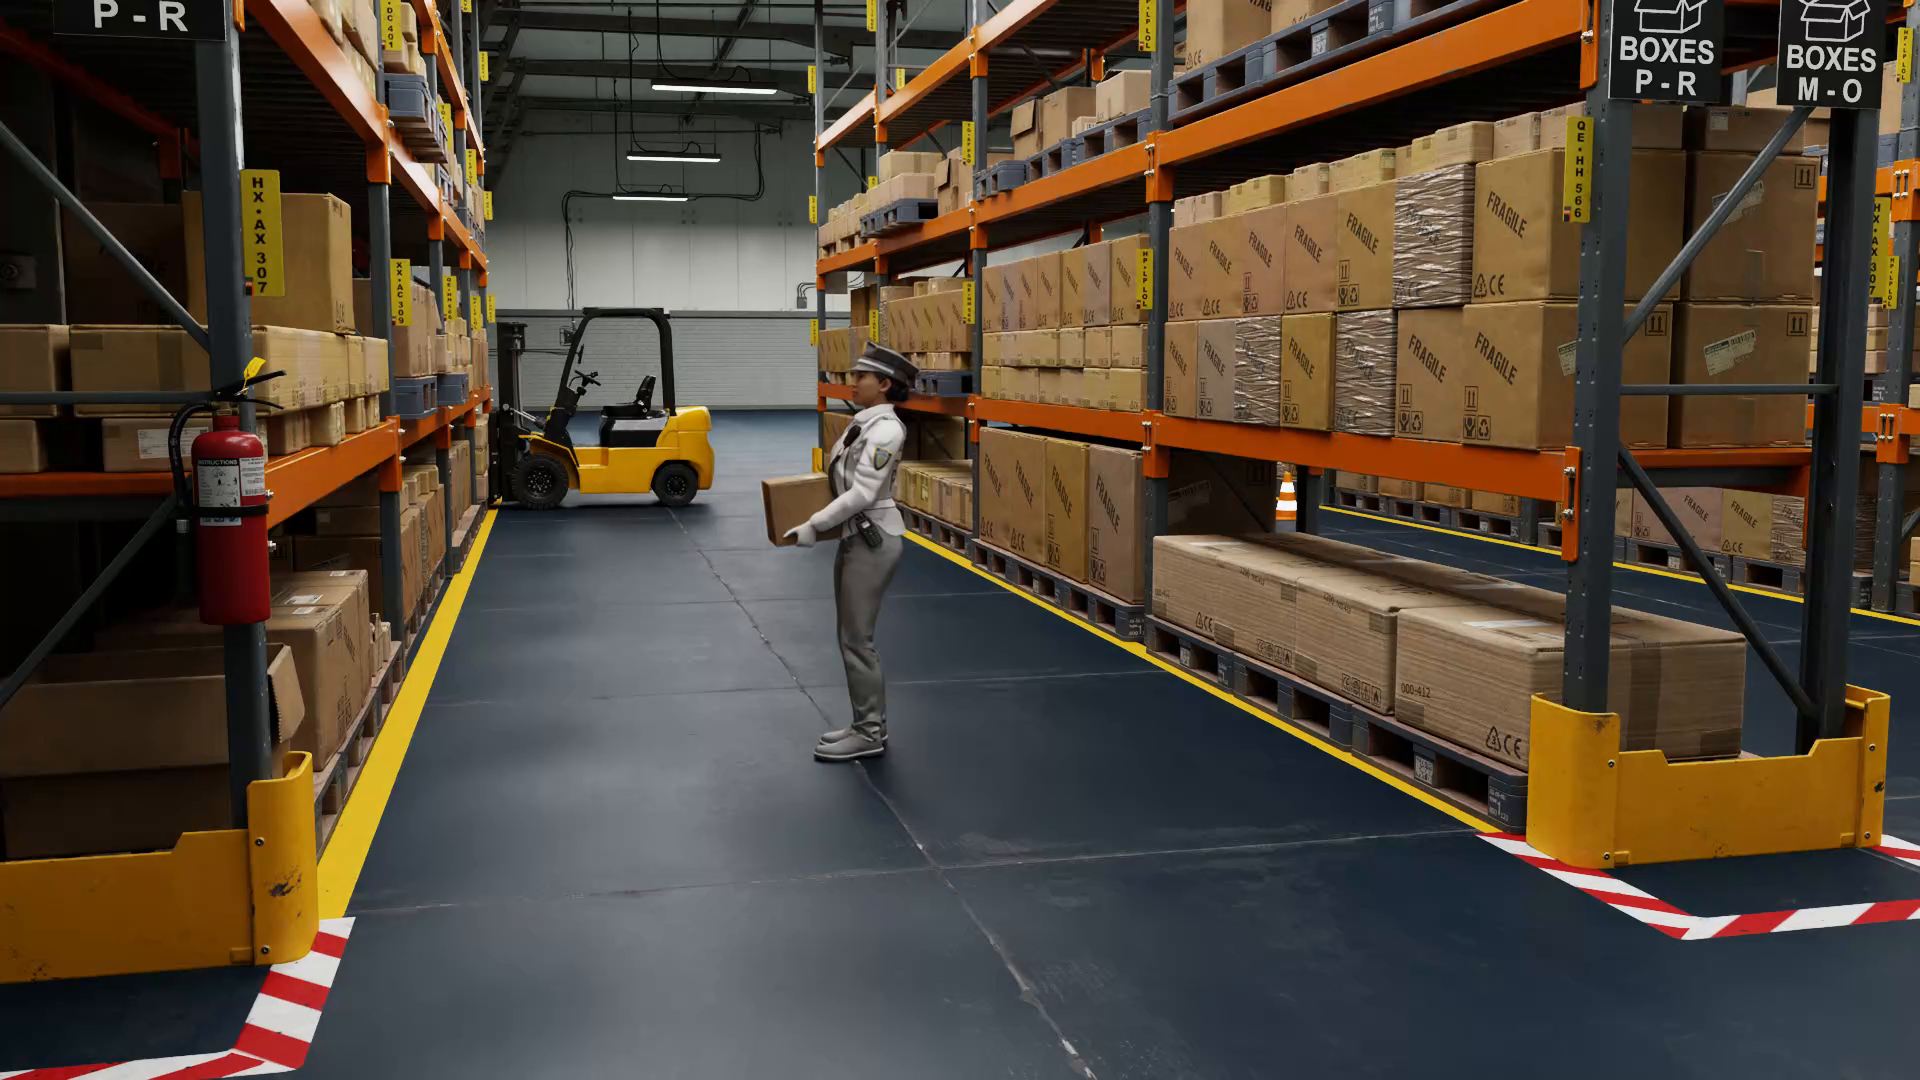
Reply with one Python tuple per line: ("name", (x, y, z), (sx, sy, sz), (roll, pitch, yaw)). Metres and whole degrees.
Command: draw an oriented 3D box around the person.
("person", (-0.449, 0.033, 6.743), (0.550, 1.690, 0.469), (-2, 6, -14))
